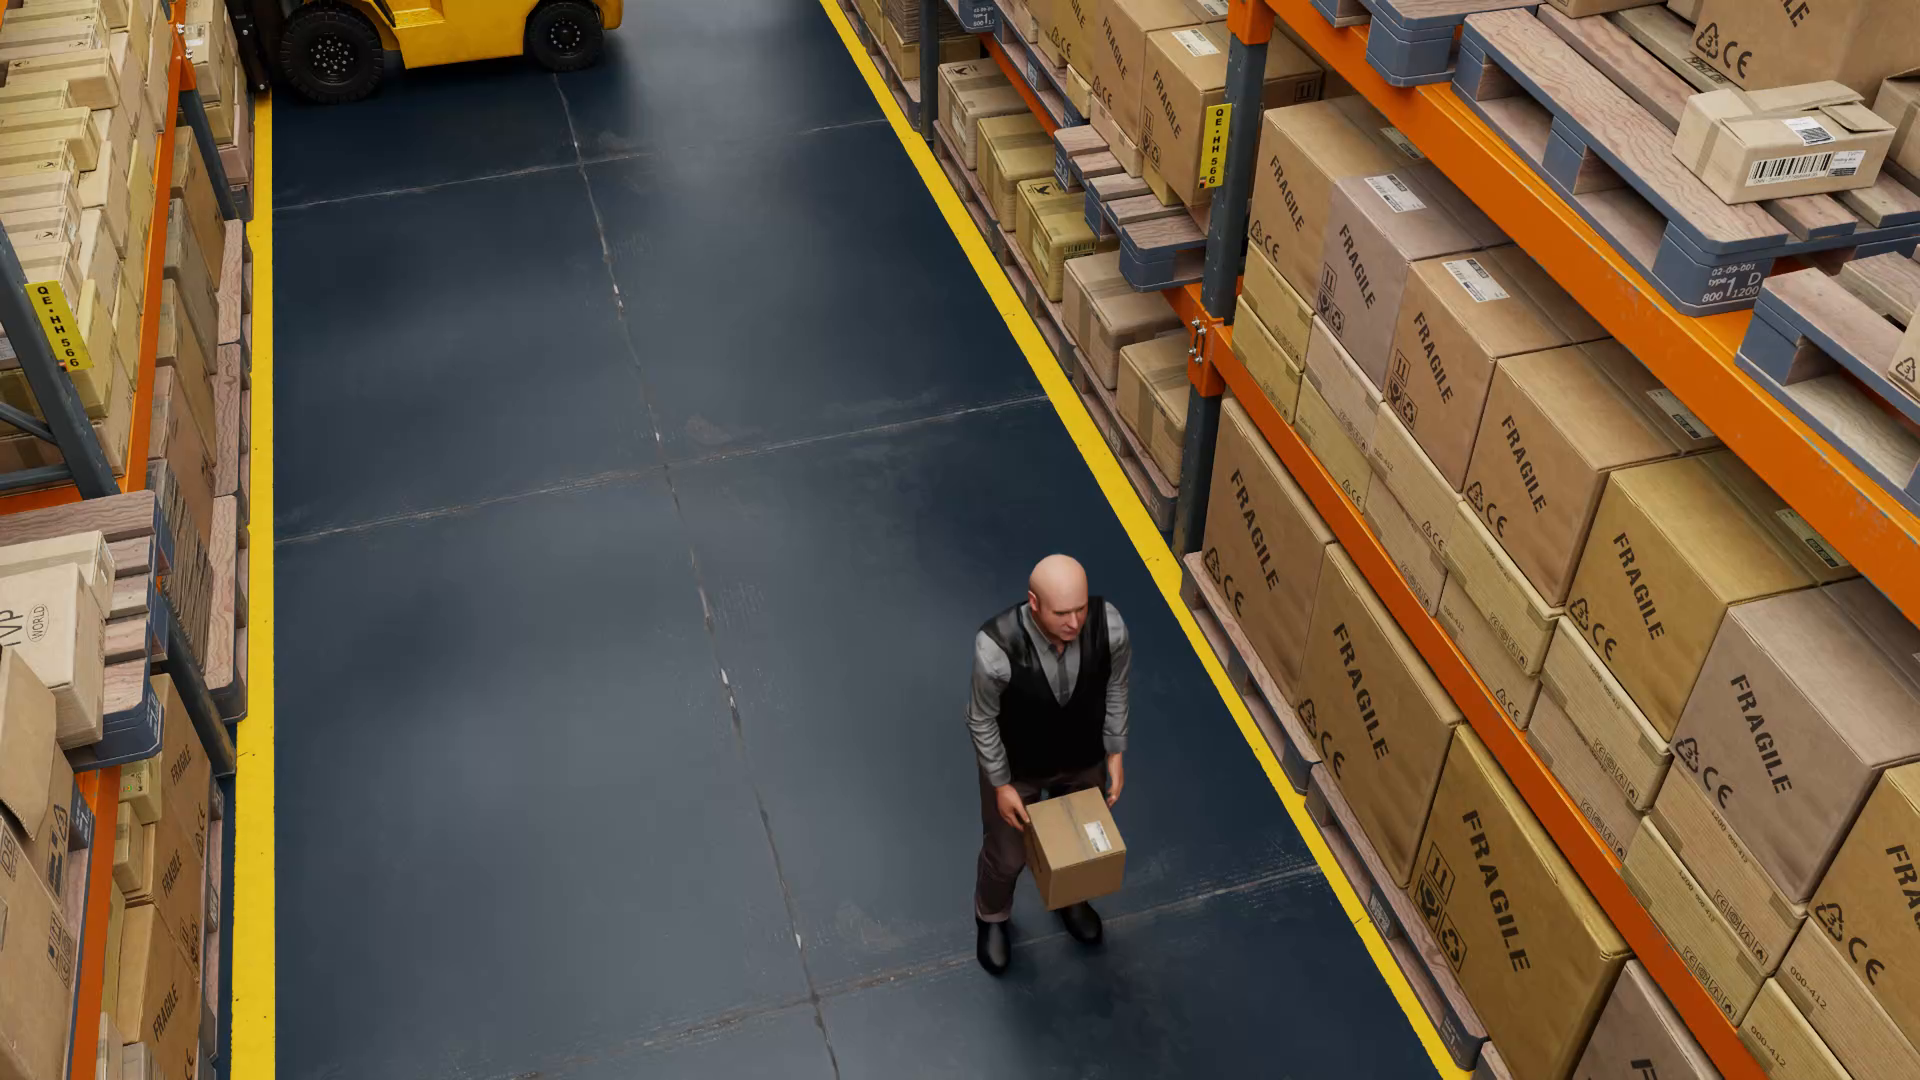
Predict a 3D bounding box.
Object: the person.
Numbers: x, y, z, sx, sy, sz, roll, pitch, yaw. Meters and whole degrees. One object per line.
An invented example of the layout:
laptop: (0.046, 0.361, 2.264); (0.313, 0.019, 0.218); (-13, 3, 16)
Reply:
person: (0.281, 0.706, 5.388); (0.551, 1.727, 0.446); (-13, 43, -14)
